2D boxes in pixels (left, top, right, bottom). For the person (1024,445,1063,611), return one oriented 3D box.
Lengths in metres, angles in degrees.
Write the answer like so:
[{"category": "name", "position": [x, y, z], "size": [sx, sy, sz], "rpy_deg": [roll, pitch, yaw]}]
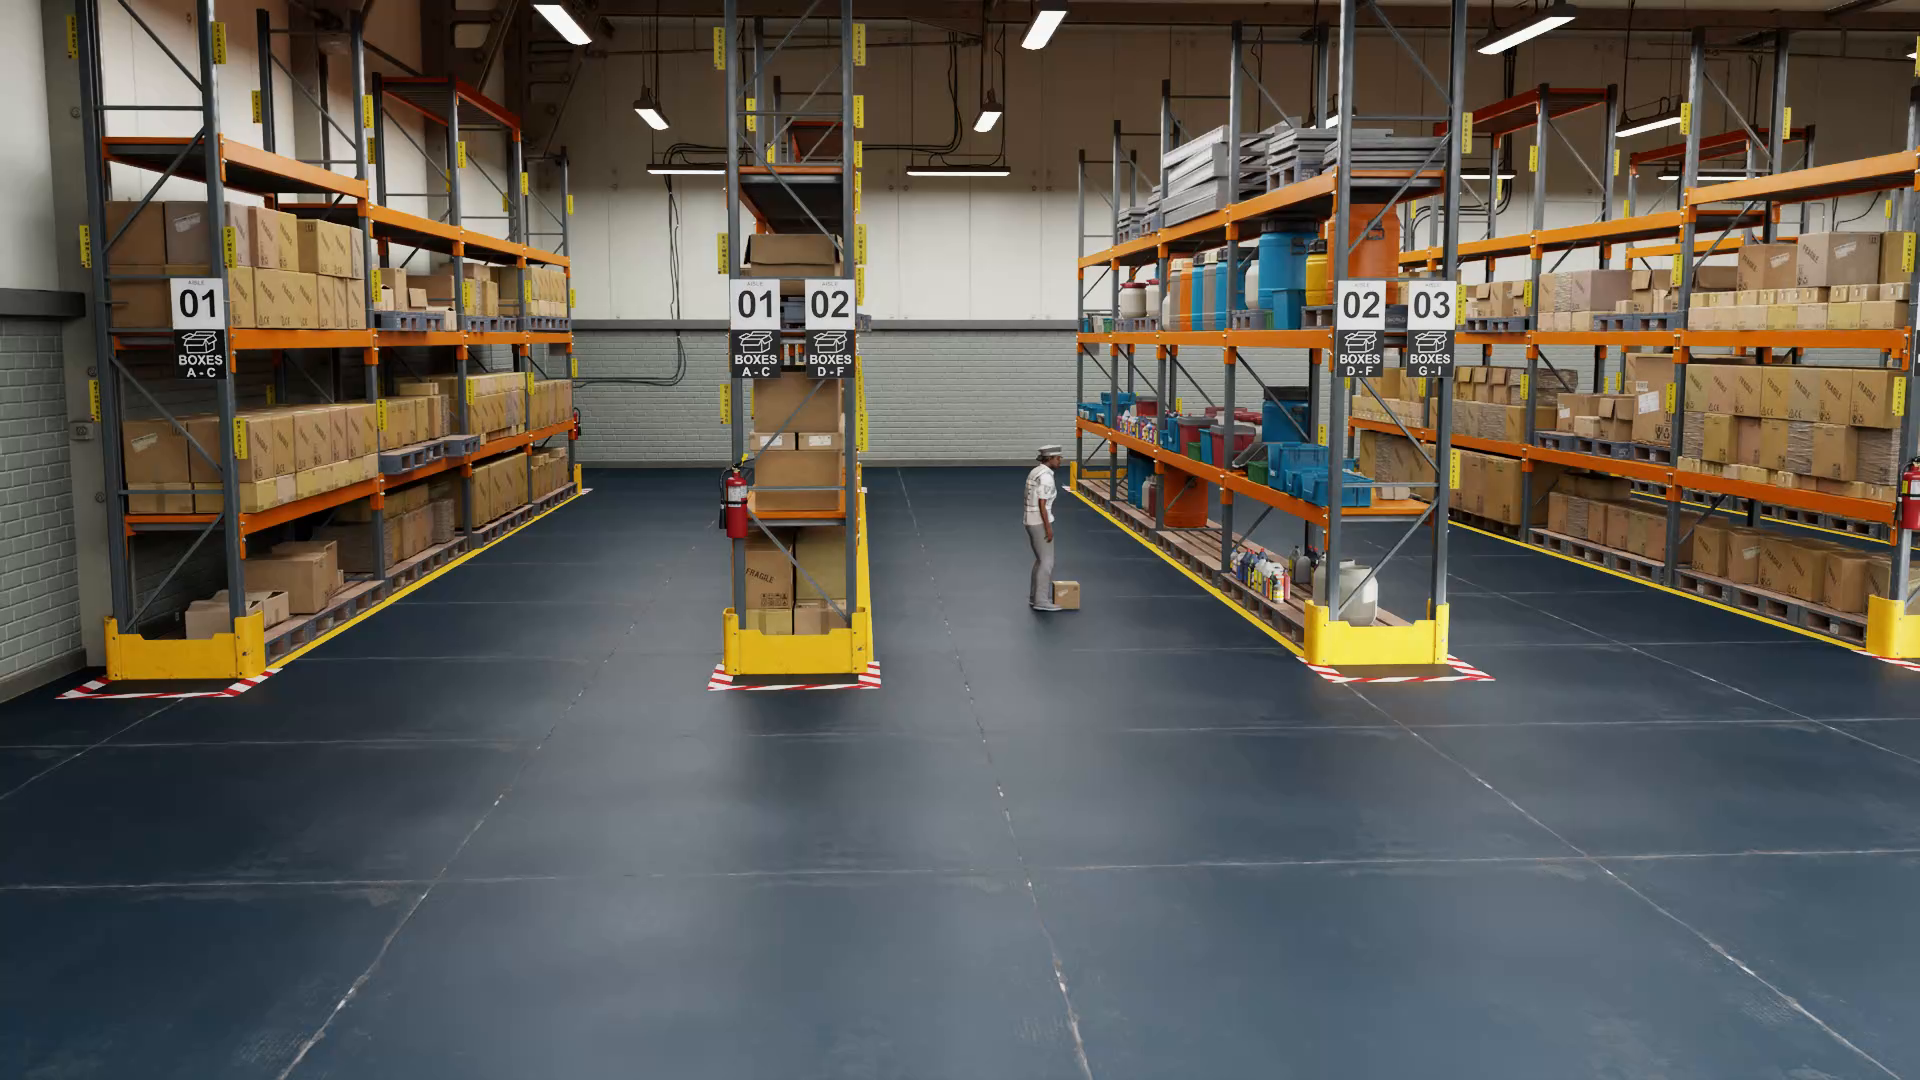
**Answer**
[{"category": "person", "position": [0.850, -0.133, 16.851], "size": [0.399, 1.657, 0.511], "rpy_deg": [-1, 7, -4]}]
